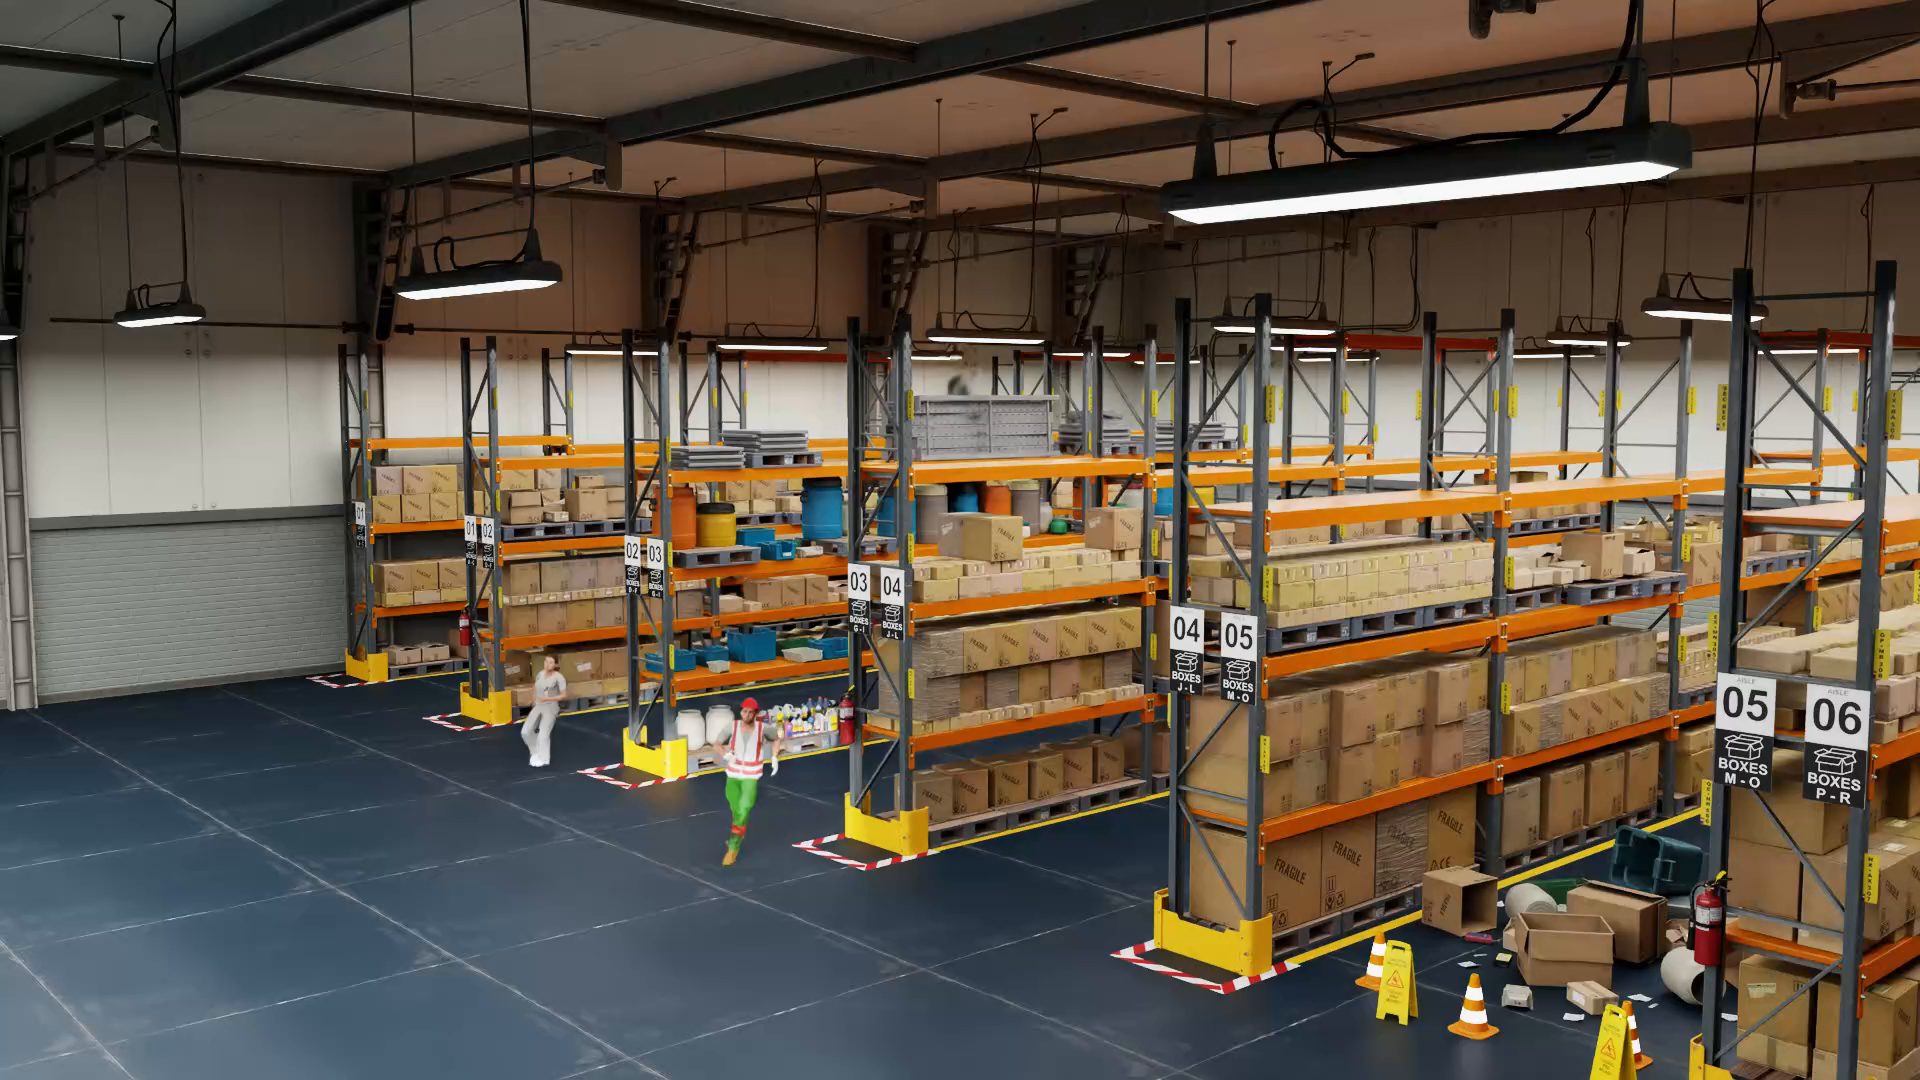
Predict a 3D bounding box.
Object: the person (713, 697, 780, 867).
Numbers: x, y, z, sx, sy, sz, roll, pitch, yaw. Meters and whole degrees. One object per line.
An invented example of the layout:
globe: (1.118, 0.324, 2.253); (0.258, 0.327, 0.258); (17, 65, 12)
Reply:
person: (-2.374, 2.631, 18.418); (0.694, 1.817, 0.863); (0, 5, 5)

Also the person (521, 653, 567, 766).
person: (-5.648, 2.327, 22.711); (0.628, 1.593, 0.568); (2, 5, 19)

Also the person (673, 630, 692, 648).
person: (-5.178, 1.539, 30.911); (0.699, 1.726, 0.701); (3, 6, 33)
